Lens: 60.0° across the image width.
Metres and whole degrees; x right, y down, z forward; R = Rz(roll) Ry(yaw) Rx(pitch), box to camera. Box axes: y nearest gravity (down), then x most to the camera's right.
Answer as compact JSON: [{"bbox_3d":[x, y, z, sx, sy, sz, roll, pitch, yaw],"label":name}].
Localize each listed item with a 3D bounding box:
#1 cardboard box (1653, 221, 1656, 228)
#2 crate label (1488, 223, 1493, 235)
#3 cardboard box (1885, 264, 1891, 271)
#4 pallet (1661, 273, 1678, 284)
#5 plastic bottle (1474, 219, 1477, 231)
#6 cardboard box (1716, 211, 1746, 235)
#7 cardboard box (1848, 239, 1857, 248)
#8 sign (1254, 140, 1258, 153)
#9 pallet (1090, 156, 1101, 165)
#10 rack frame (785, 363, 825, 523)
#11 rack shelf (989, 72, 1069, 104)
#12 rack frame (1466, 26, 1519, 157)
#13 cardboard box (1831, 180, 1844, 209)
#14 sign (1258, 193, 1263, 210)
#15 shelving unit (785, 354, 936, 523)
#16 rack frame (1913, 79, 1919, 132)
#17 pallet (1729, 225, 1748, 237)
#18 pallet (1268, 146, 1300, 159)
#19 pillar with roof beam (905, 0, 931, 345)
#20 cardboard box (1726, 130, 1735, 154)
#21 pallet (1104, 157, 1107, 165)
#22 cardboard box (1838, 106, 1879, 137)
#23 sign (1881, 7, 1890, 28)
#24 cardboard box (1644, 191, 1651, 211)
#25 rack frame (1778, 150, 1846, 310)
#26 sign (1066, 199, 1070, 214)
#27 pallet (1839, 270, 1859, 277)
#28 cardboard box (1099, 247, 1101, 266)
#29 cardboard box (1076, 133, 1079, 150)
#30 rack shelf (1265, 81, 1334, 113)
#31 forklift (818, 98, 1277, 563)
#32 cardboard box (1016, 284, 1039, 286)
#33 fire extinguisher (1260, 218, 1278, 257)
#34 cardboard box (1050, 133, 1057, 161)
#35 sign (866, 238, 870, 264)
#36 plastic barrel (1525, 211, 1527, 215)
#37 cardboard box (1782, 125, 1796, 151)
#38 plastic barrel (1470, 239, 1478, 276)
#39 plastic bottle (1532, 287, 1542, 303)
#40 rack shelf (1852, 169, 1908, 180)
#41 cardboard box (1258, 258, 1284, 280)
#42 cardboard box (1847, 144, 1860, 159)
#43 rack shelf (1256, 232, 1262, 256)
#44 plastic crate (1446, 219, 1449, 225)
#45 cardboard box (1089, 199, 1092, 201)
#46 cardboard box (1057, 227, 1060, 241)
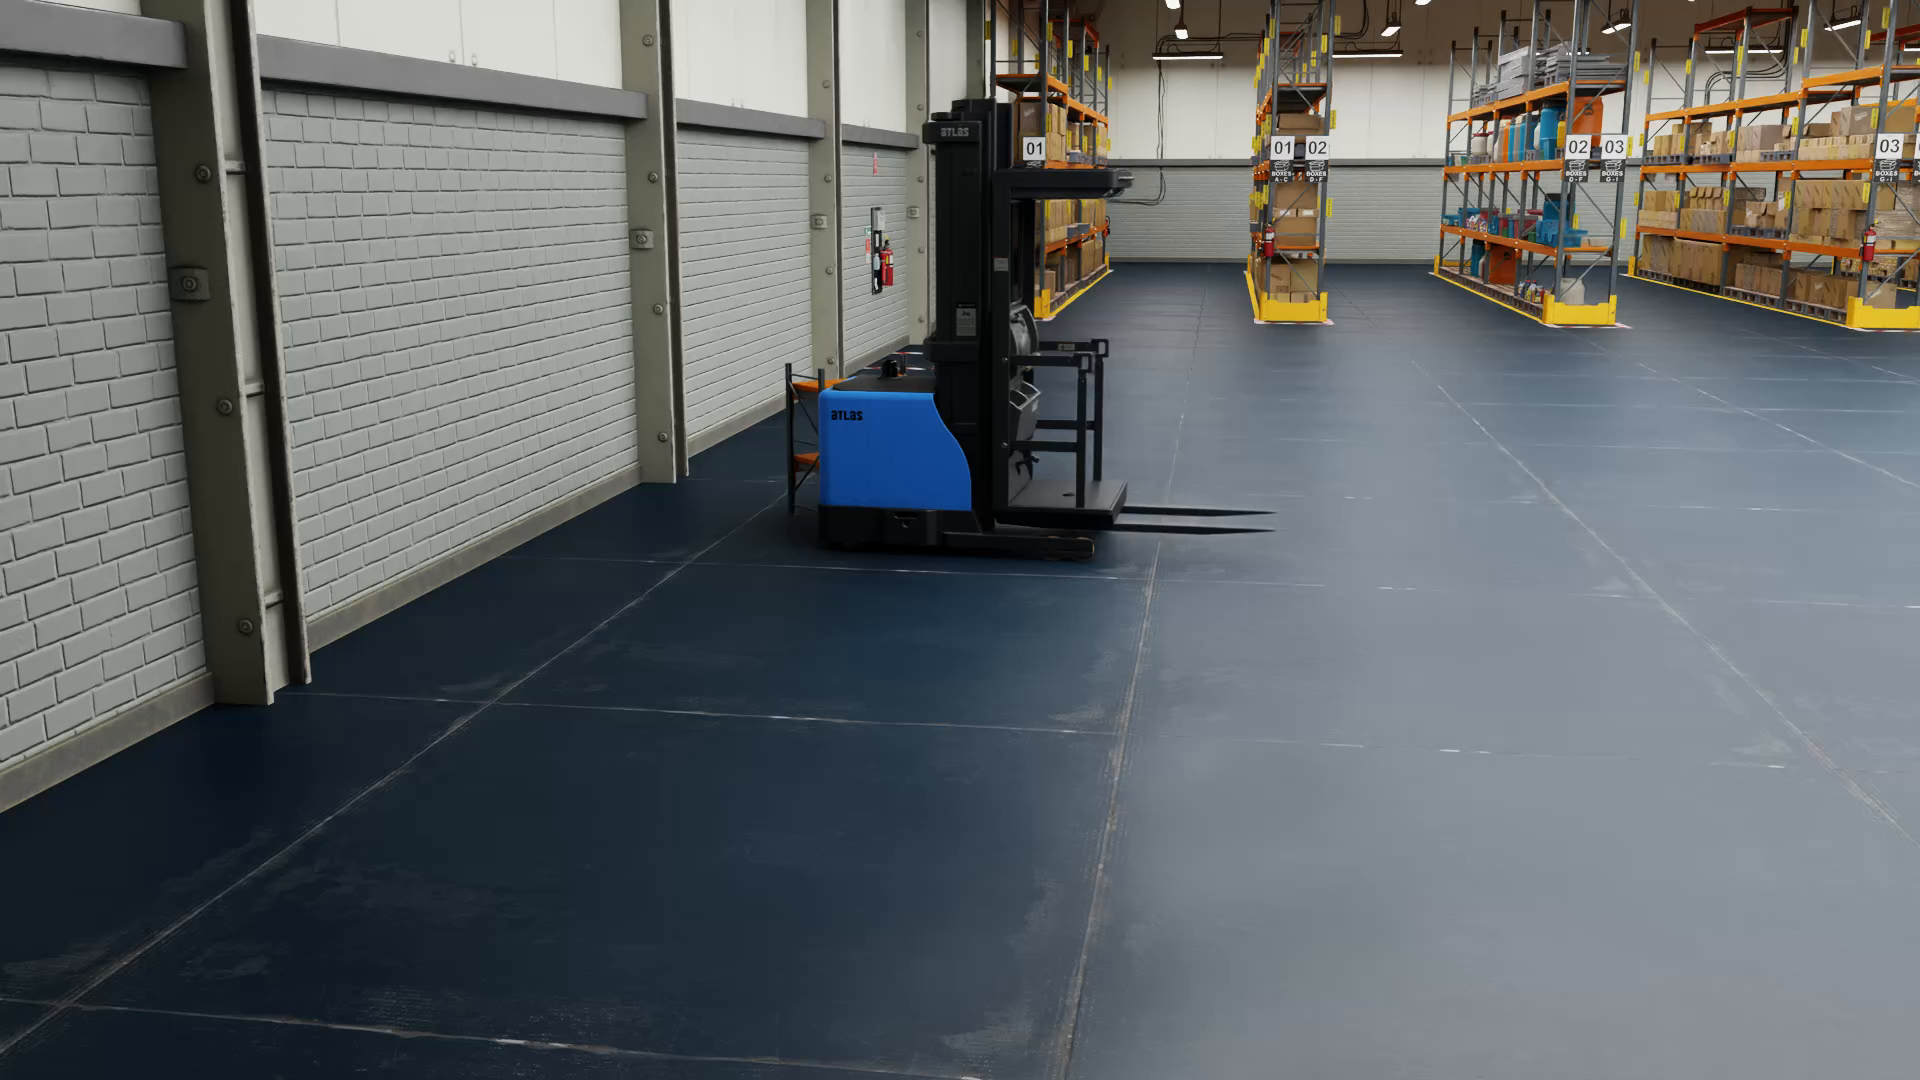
[{"bbox_3d":[17.571,-7.896,41.610,0.380,0.149,0.250,2,12,7],"label":"cardboard box"},{"bbox_3d":[11.627,-6.740,36.047,0.303,0.233,0.416,2,12,9],"label":"crate label"},{"bbox_3d":[22.220,-6.478,39.496,0.380,0.149,0.250,1,12,6],"label":"cardboard box"},{"bbox_3d":[17.766,-6.363,40.515,1.003,0.211,1.213,2,12,9],"label":"pallet"},{"bbox_3d":[12.007,-7.319,38.641,0.097,0.271,0.097,0,12,0],"label":"plastic bottle"},{"bbox_3d":[16.787,-6.897,36.139,0.500,0.500,0.500,2,12,10],"label":"cardboard box"},{"bbox_3d":[15.592,-5.121,28.731,0.380,0.149,0.250,2,12,9],"label":"cardboard box"},{"bbox_3d":[7.246,-9.627,40.696,0.100,0.325,0.005,2,12,9],"label":"sign"},{"bbox_3d":[3.024,-9.644,42.215,1.003,0.211,1.213,2,12,9],"label":"pallet"},{"bbox_3d":[-1.118,-0.704,12.089,0.032,1.125,0.500,-9,15,-36],"label":"rack frame"},{"bbox_3d":[1.350,-8.549,31.518,1.077,0.370,4.000,2,12,9],"label":"rack shelf"},{"bbox_3d":[12.677,-10.663,39.612,1.000,3.000,0.127,2,12,9],"label":"rack frame"},{"bbox_3d":[15.717,-6.086,29.295,0.500,0.500,0.500,2,12,9],"label":"cardboard box"},{"bbox_3d":[6.015,-6.769,33.223,0.100,0.325,0.005,2,12,9],"label":"sign"},{"bbox_3d":[-0.710,-0.767,12.384,1.048,1.125,0.538,-9,15,-36],"label":"shelving unit"},{"bbox_3d":[22.457,-10.321,38.024,1.000,3.000,0.127,2,12,9],"label":"rack frame"},{"bbox_3d":[16.952,-6.492,34.951,1.213,0.211,1.003,2,12,9],"label":"pallet"},{"bbox_3d":[6.257,-7.218,30.955,1.003,0.211,1.213,2,12,9],"label":"pallet"},{"bbox_3d":[3.626,-7.271,23.873,9.100,9.000,0.400,2,12,9],"label":"pillar with roof beam"},{"bbox_3d":[16.979,-8.589,35.864,0.797,0.503,0.637,3,12,12],"label":"cardboard box"},{"bbox_3d":[3.399,-10.152,44.572,1.003,0.211,1.213,2,12,9],"label":"pallet"},{"bbox_3d":[15.714,-7.308,29.033,0.500,0.500,0.500,2,12,9],"label":"cardboard box"},{"bbox_3d":[15.180,-8.561,27.264,0.100,0.325,0.005,2,12,9],"label":"sign"},{"bbox_3d":[17.769,-8.646,42.362,0.500,0.500,0.500,2,12,7],"label":"cardboard box"},{"bbox_3d":[16.341,-5.905,31.772,1.000,3.000,0.127,2,12,9],"label":"rack frame"},{"bbox_3d":[2.195,-6.793,33.840,0.100,0.325,0.005,2,12,9],"label":"sign"},{"bbox_3d":[22.900,-6.674,41.960,1.003,0.211,1.213,2,12,9],"label":"pallet"},{"bbox_3d":[3.418,-7.614,44.641,0.700,0.500,0.500,2,12,8],"label":"cardboard box"},{"bbox_3d":[2.418,-9.279,39.026,0.700,0.500,0.500,3,12,12],"label":"cardboard box"},{"bbox_3d":[6.245,-8.195,30.819,1.077,0.370,4.000,2,12,9],"label":"rack shelf"},{"bbox_3d":[0.615,-1.408,11.068,3.031,2.935,1.130,2,12,11],"label":"forklift"},{"bbox_3d":[1.326,-4.714,31.584,0.500,0.311,0.500,3,13,13],"label":"cardboard box"},{"bbox_3d":[5.461,-5.346,29.365,0.296,0.674,0.183,2,12,9],"label":"fire extinguisher"},{"bbox_3d":[1.535,-7.359,31.114,0.500,0.500,0.500,2,12,11],"label":"cardboard box"},{"bbox_3d":[-1.232,-3.871,22.249,0.001,0.329,0.234,2,12,9],"label":"sign"},{"bbox_3d":[12.115,-6.731,35.342,0.421,0.512,0.421,0,12,0],"label":"plastic barrel"},{"bbox_3d":[16.655,-7.917,32.750,0.797,0.503,0.637,2,12,11],"label":"cardboard box"},{"bbox_3d":[12.577,-6.797,39.897,0.600,0.901,0.708,2,12,9],"label":"plastic barrel"},{"bbox_3d":[10.747,-4.564,30.972,0.152,0.276,0.135,2,12,9],"label":"plastic bottle"},{"bbox_3d":[22.764,-8.919,40.347,1.077,0.370,4.000,2,12,9],"label":"rack shelf"},{"bbox_3d":[6.103,-5.263,32.546,0.500,0.500,0.500,2,12,9],"label":"cardboard box"},{"bbox_3d":[15.623,-6.678,28.594,0.500,0.250,0.500,2,12,9],"label":"cardboard box"},{"bbox_3d":[6.861,-6.291,35.272,1.077,0.370,4.000,2,12,9],"label":"rack shelf"},{"bbox_3d":[12.694,-8.217,42.987,0.250,0.136,0.298,2,12,9],"label":"plastic crate"},{"bbox_3d":[2.902,-8.304,40.135,0.500,0.250,0.500,2,12,10],"label":"cardboard box"},{"bbox_3d":[1.661,-5.901,32.062,0.500,0.250,0.500,2,12,9],"label":"cardboard box"}]
